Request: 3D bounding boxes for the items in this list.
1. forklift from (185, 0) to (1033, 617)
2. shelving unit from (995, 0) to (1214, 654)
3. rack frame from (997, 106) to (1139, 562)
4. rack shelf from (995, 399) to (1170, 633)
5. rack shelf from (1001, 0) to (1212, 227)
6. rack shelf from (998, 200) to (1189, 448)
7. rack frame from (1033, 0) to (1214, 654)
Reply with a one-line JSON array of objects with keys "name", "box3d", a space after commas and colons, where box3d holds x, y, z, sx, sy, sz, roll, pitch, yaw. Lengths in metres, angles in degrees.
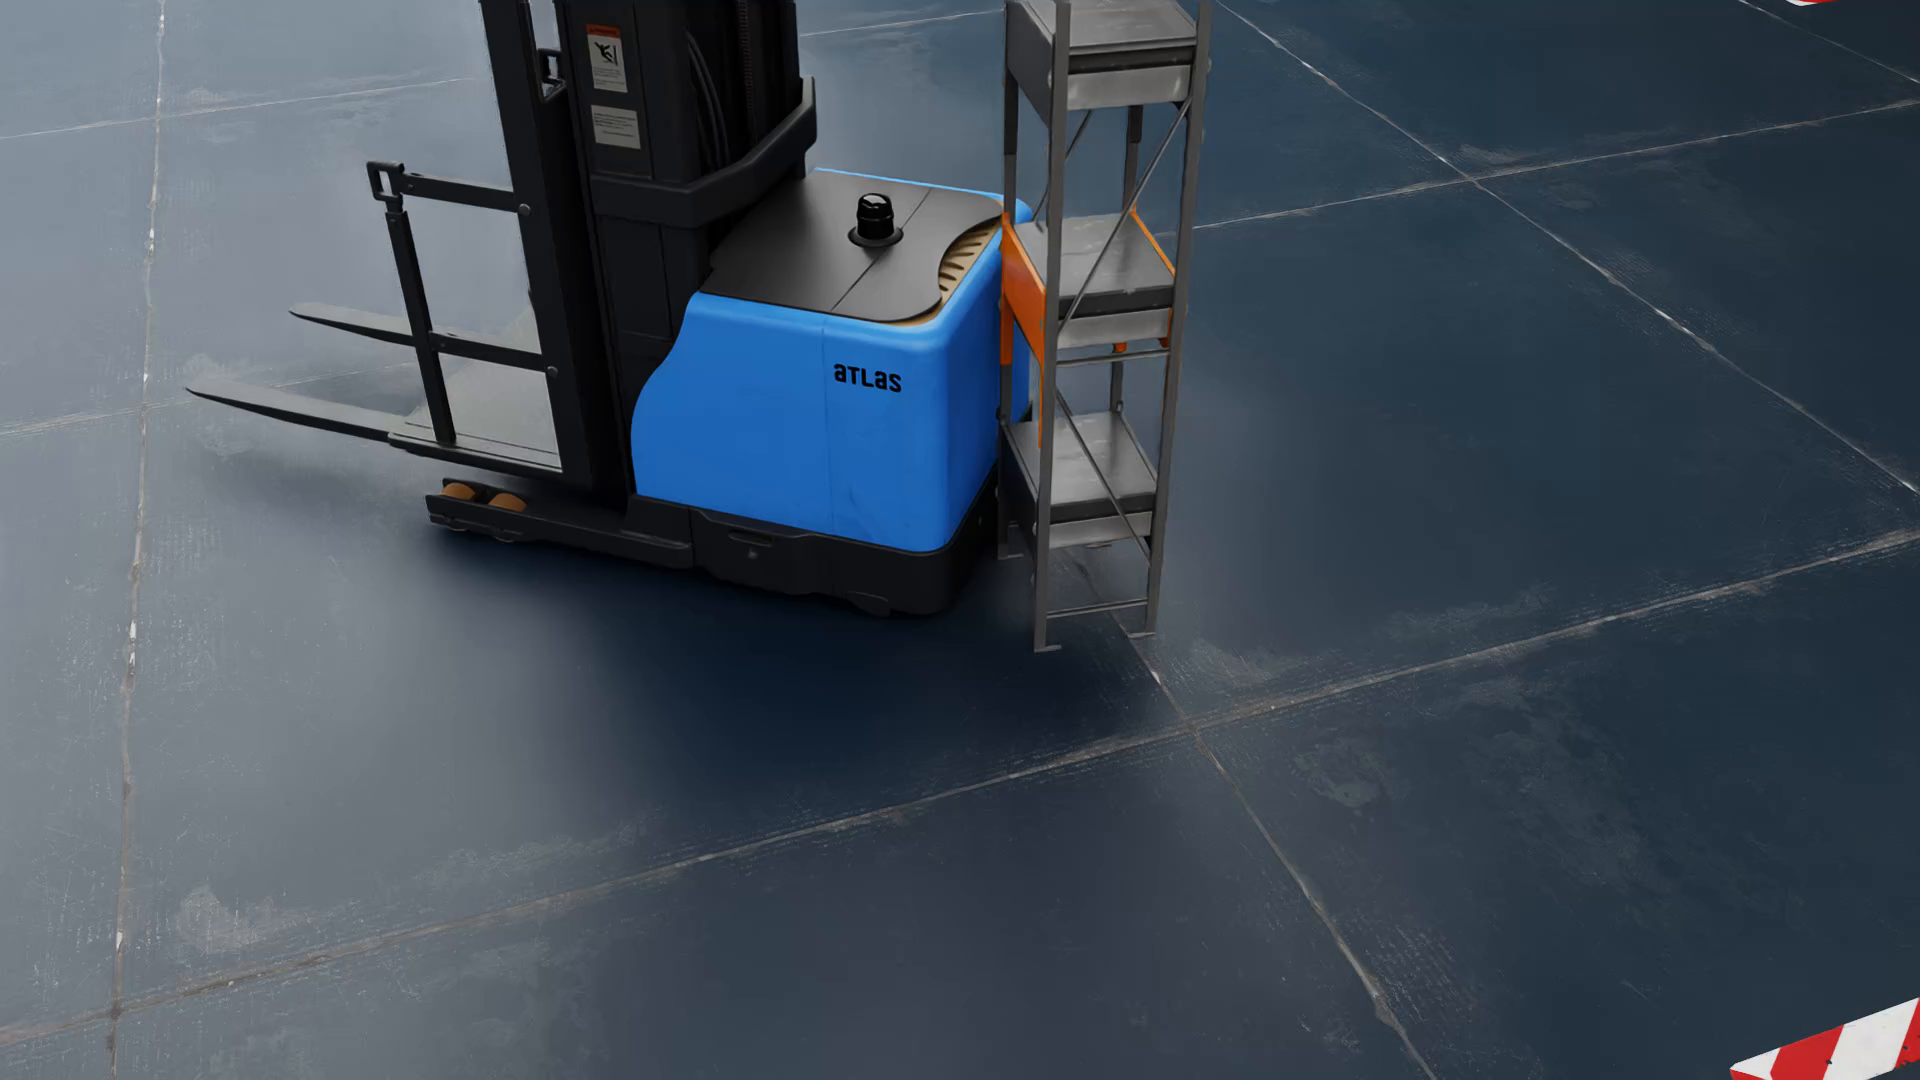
[{"name": "forklift", "box3d": [-1.318, -1.450, 5.239, 3.031, 2.935, 1.130, 12, 39, 15]}, {"name": "shelving unit", "box3d": [0.376, -0.651, 4.870, 0.431, 2.100, 0.503, -8, 38, -10]}, {"name": "rack frame", "box3d": [0.323, -0.795, 5.060, 0.400, 2.100, 0.015, -8, 38, -10]}, {"name": "rack shelf", "box3d": [0.376, -0.081, 5.299, 0.431, 0.518, 0.480, -8, 38, -10]}, {"name": "rack shelf", "box3d": [0.376, -1.200, 4.457, 0.431, 0.518, 0.480, -8, 38, -10]}, {"name": "rack shelf", "box3d": [0.376, -0.641, 4.878, 0.431, 0.518, 0.480, -8, 38, -10]}, {"name": "rack frame", "box3d": [0.430, -0.508, 4.679, 0.400, 2.100, 0.015, -8, 38, -10]}]
